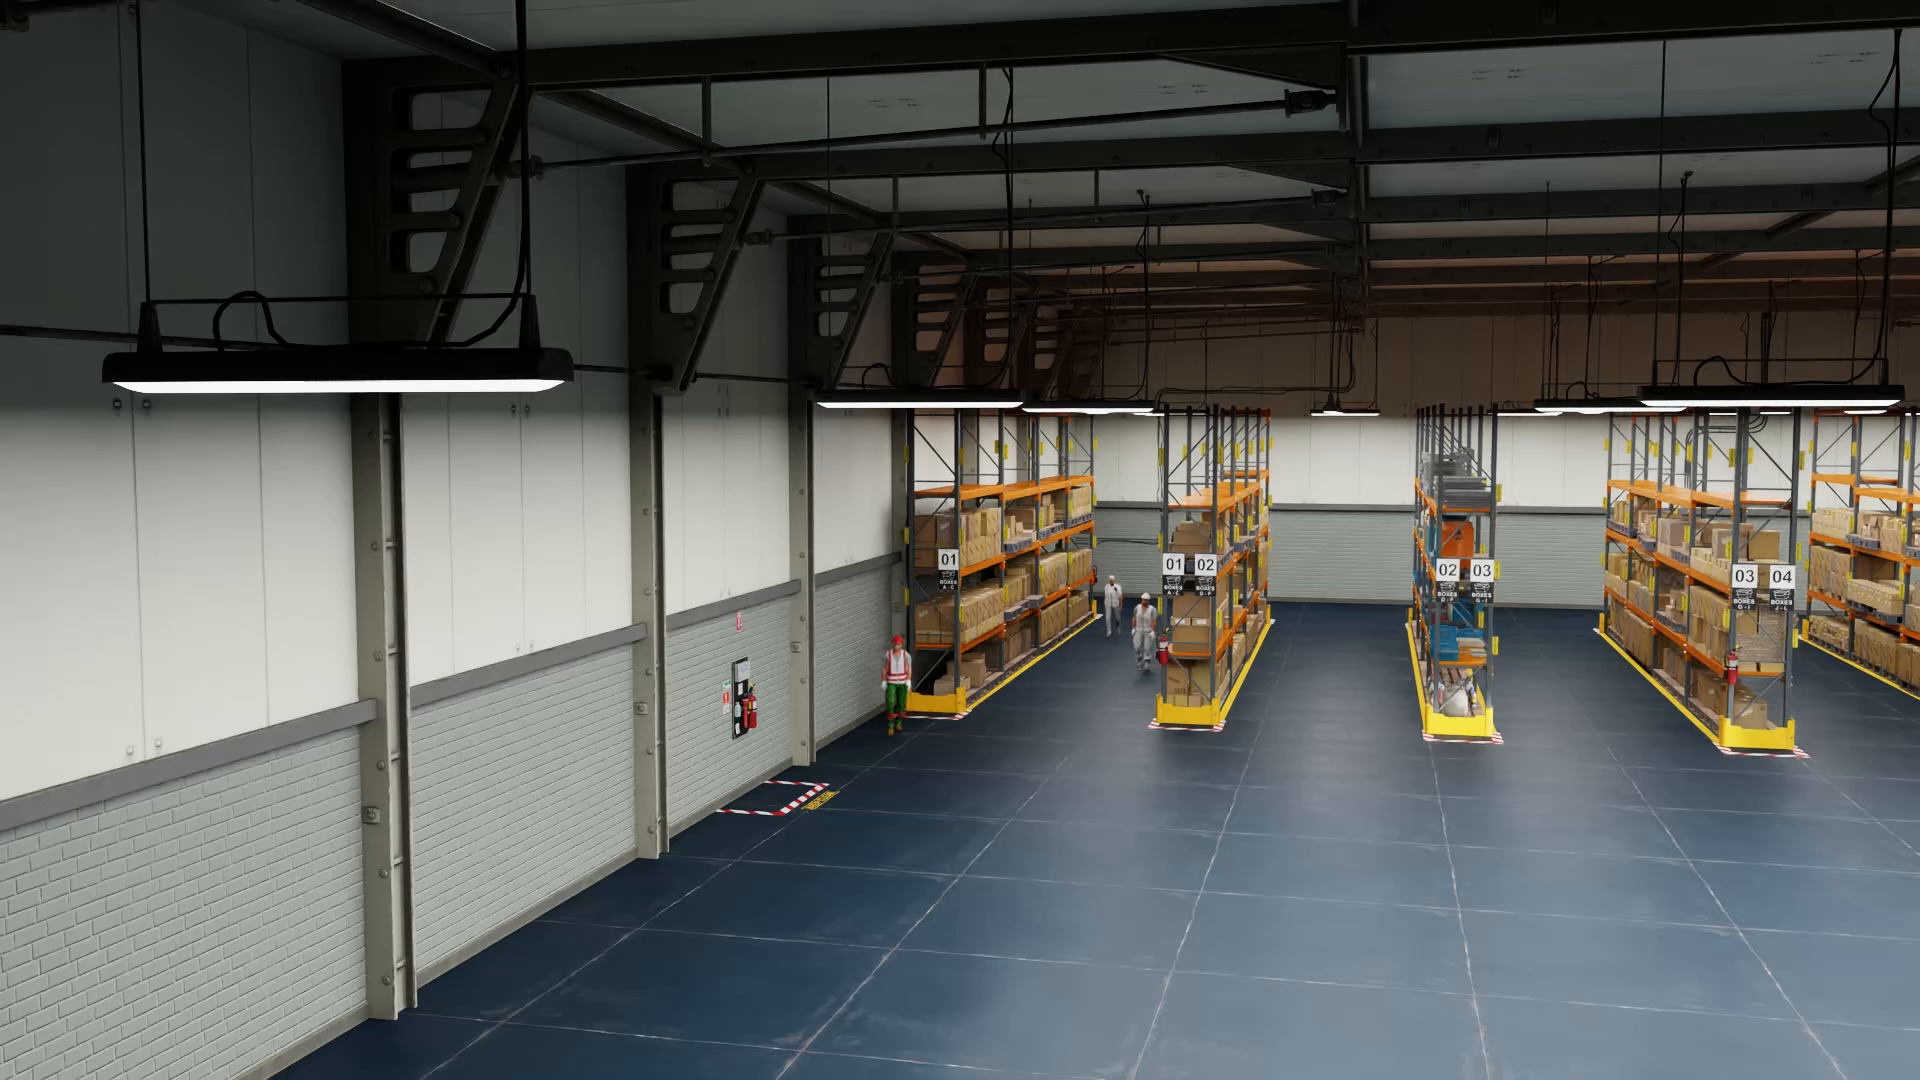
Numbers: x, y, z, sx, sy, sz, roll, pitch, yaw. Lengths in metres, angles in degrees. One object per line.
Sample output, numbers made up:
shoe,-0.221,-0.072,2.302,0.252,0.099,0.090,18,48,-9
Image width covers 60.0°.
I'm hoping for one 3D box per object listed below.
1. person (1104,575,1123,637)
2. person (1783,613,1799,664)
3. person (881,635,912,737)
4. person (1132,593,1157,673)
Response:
person,4.037,1.716,43.738,0.493,1.618,0.838,1,4,11
person,18.921,2.154,38.234,0.630,1.578,0.670,2,4,22
person,-1.139,2.626,30.230,0.547,1.777,0.801,-1,4,-10
person,4.166,2.090,37.605,0.578,1.805,0.533,1,4,15
